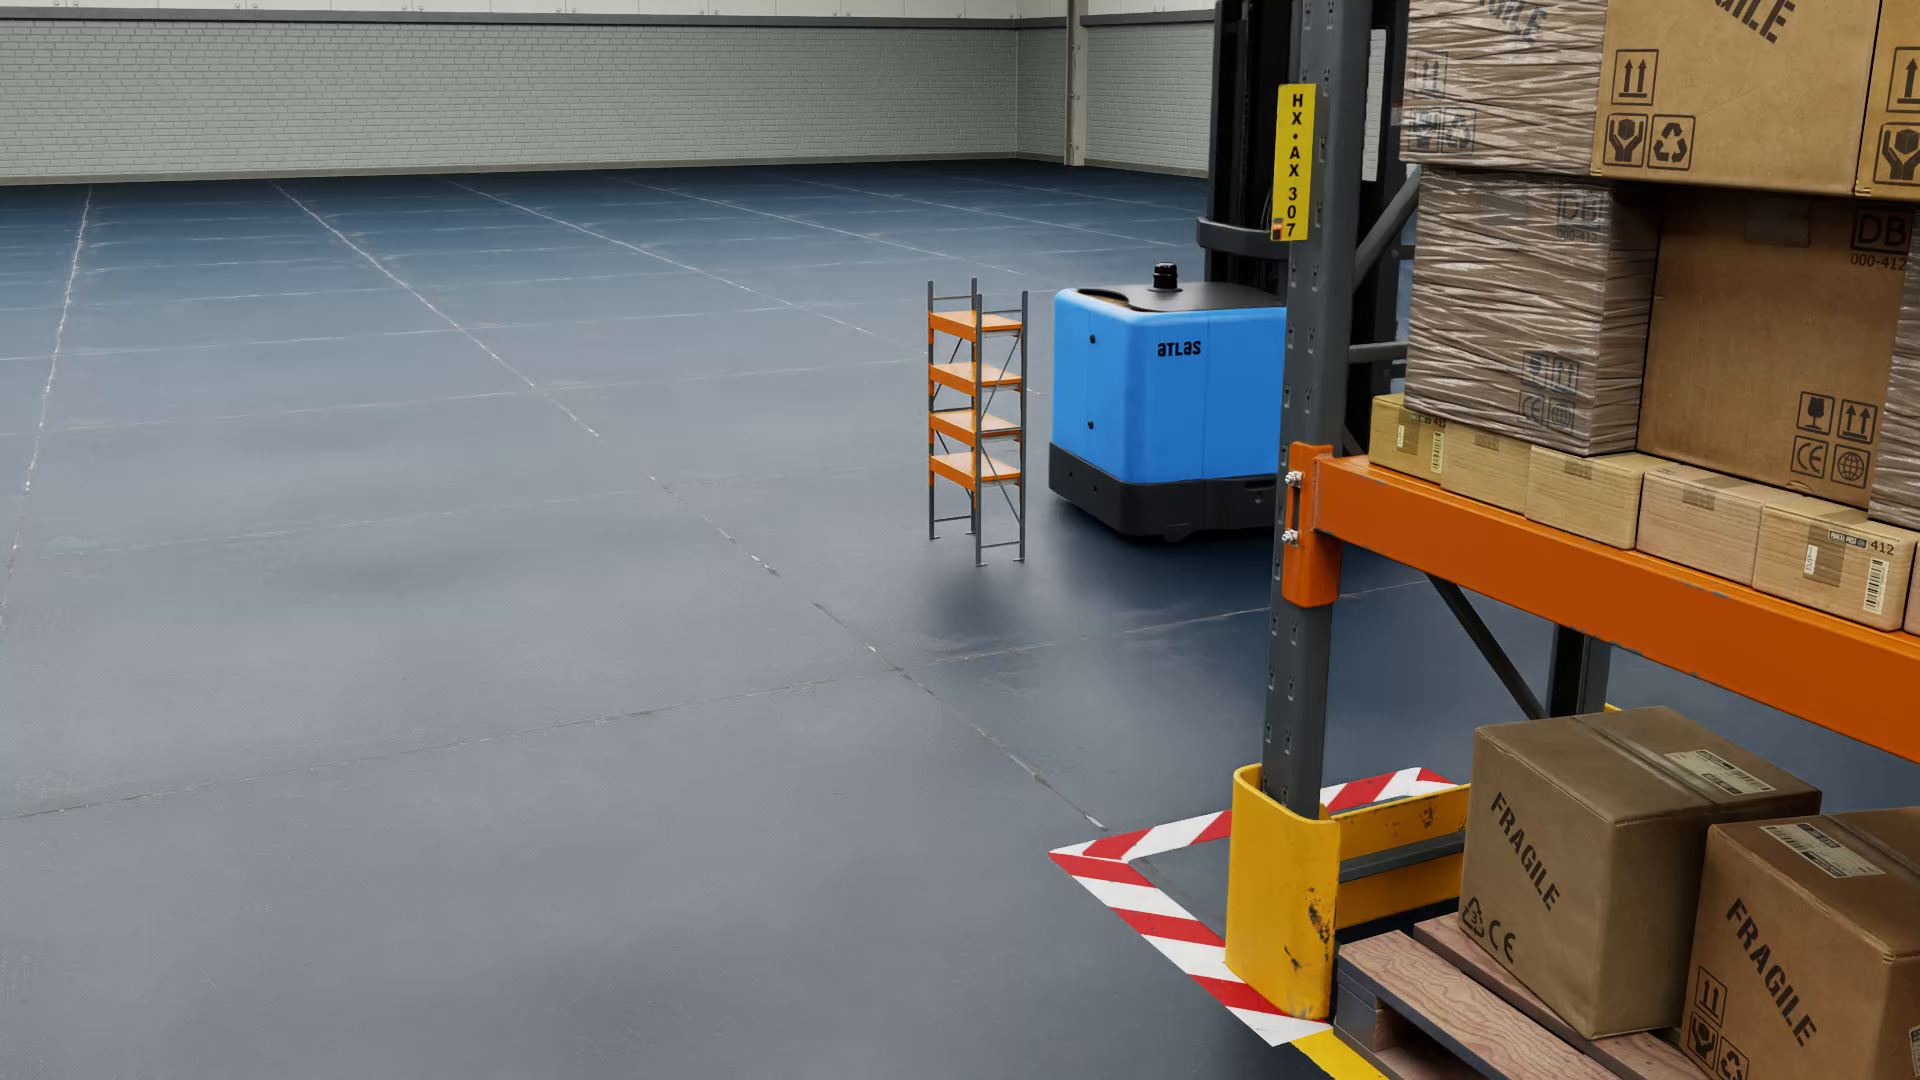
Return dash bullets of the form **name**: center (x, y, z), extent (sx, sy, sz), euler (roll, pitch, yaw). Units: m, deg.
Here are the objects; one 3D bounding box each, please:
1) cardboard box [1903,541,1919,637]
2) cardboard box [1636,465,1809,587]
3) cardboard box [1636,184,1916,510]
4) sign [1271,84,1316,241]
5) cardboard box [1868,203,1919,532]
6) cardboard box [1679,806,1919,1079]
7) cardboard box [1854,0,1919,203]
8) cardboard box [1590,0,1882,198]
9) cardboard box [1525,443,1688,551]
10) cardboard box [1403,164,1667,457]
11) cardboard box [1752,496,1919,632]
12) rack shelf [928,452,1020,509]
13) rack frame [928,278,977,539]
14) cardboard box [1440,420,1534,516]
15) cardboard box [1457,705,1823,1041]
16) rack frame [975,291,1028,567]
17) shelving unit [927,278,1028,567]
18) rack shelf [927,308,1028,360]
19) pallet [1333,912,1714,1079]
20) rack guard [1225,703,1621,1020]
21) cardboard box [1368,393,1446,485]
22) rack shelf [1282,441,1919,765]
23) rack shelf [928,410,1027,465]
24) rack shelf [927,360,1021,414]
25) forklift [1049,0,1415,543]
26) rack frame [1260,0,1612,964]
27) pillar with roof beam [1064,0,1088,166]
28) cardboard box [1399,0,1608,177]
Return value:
- **cardboard box**: center (1.664, 0.077, 2.498), extent (0.380, 0.149, 0.250), euler (-8, 18, -25)
- **cardboard box**: center (1.427, -0.044, 2.922), extent (0.380, 0.149, 0.250), euler (-8, 18, -25)
- **cardboard box**: center (1.743, -0.394, 2.964), extent (0.875, 0.500, 0.500), euler (-8, 18, -25)
- **sign**: center (0.712, -0.802, 3.539), extent (0.100, 0.325, 0.005), euler (-8, 18, -25)
- **cardboard box**: center (1.923, -0.265, 2.514), extent (0.875, 0.500, 0.500), euler (-8, 18, -25)
- **cardboard box**: center (1.751, 0.849, 3.126), extent (0.500, 0.500, 0.500), euler (-3, 16, -10)
- **cardboard box**: center (1.629, -0.706, 2.238), extent (0.500, 0.500, 0.500), euler (-8, 18, -25)
- **cardboard box**: center (1.409, -0.829, 2.670), extent (0.500, 0.500, 0.500), euler (-8, 18, -25)
- **cardboard box**: center (1.299, -0.104, 3.129), extent (0.380, 0.149, 0.250), euler (-8, 18, -25)
- **cardboard box**: center (1.416, -0.503, 3.346), extent (0.875, 0.500, 0.500), euler (-8, 18, -25)
- **cardboard box**: center (1.530, 0.019, 2.703), extent (0.380, 0.149, 0.250), euler (-8, 18, -25)
- **rack shelf**: center (0.073, -0.280, 7.515), extent (0.258, 0.148, 0.480), euler (-8, 18, -25)
- **rack frame**: center (-0.034, -0.596, 7.653), extent (0.240, 1.200, 0.015), euler (-8, 18, -25)
- **cardboard box**: center (1.203, -0.167, 3.351), extent (0.380, 0.149, 0.250), euler (-8, 18, -25)
- **cardboard box**: center (1.458, 0.705, 3.628), extent (0.500, 0.500, 0.500), euler (-4, 17, -15)
- **rack frame**: center (0.179, -0.475, 7.231), extent (0.240, 1.200, 0.015), euler (-8, 18, -25)
- **shelving unit**: center (0.073, -0.536, 7.442), extent (0.258, 1.200, 0.503), euler (-8, 18, -25)
- **rack shelf**: center (0.073, -0.913, 7.334), extent (0.258, 0.148, 0.480), euler (-8, 18, -25)
- **pallet**: center (1.557, 1.113, 3.490), extent (1.003, 0.211, 1.213), euler (-8, 18, -25)
- **rack guard**: center (1.233, 0.768, 4.167), extent (1.175, 0.500, 0.348), euler (-8, 18, -25)
- **cardboard box**: center (1.110, -0.232, 3.576), extent (0.380, 0.149, 0.250), euler (-8, 18, -25)
- **rack shelf**: center (2.076, 0.390, 2.259), extent (1.077, 0.370, 4.000), euler (-8, 18, -25)
- **rack shelf**: center (0.073, -0.471, 7.461), extent (0.258, 0.148, 0.480), euler (-8, 18, -25)
- **rack shelf**: center (0.073, -0.686, 7.399), extent (0.258, 0.148, 0.480), euler (-8, 18, -25)
- **forklift**: center (2.023, -1.621, 8.086), extent (3.031, 2.935, 1.130), euler (-5, 17, -18)
- **rack frame**: center (1.200, -0.452, 3.888), extent (1.000, 3.000, 0.127), euler (-8, 18, -25)
- **pillar with roof beam**: center (-1.370, -11.981, 33.186), extent (9.100, 9.000, 0.400), euler (-8, 18, -25)
- **cardboard box**: center (1.196, -0.954, 3.105), extent (0.500, 0.500, 0.500), euler (-8, 18, -25)
